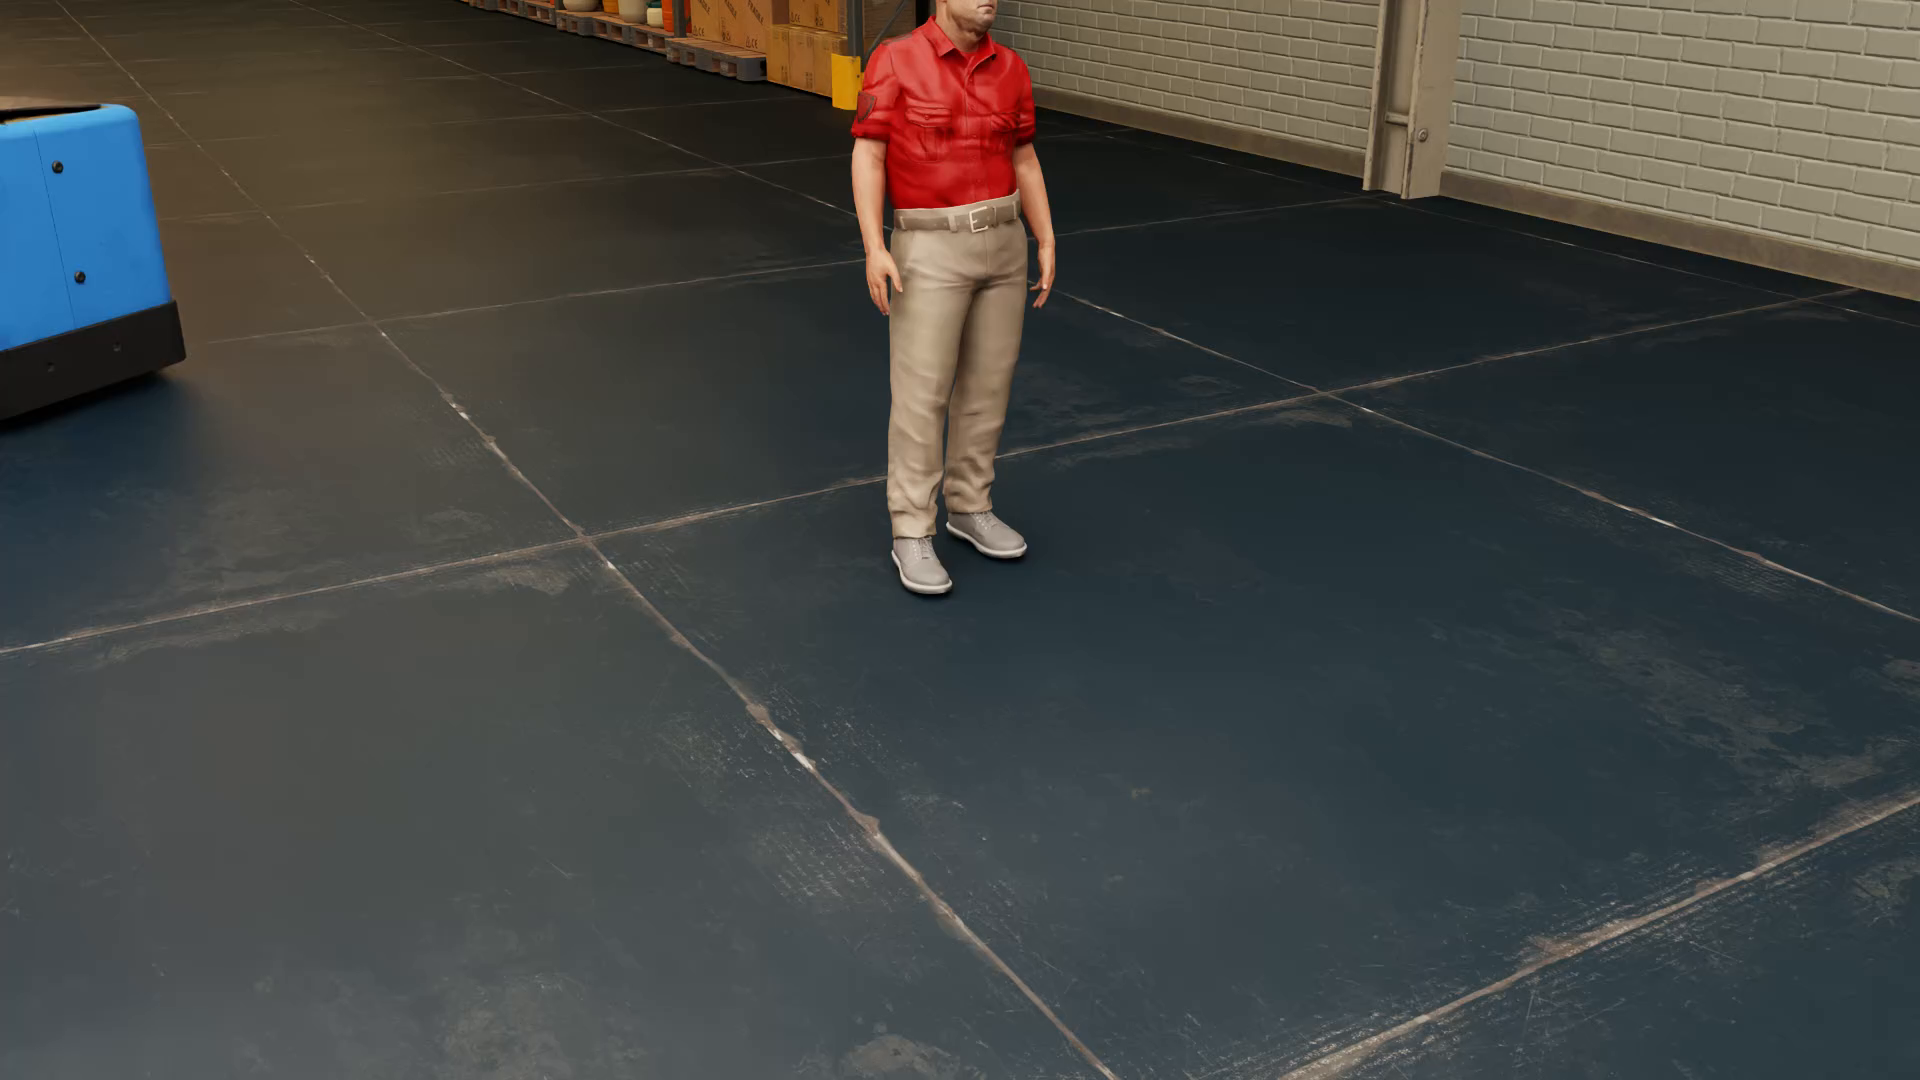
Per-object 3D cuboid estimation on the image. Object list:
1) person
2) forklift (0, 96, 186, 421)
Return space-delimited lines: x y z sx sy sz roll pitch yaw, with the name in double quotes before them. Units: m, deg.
"person" 0.034 -0.774 4.726 0.640 1.727 0.551 -12 25 -28
"forklift" -4.700 -2.077 6.335 3.031 2.935 1.130 9 24 21
